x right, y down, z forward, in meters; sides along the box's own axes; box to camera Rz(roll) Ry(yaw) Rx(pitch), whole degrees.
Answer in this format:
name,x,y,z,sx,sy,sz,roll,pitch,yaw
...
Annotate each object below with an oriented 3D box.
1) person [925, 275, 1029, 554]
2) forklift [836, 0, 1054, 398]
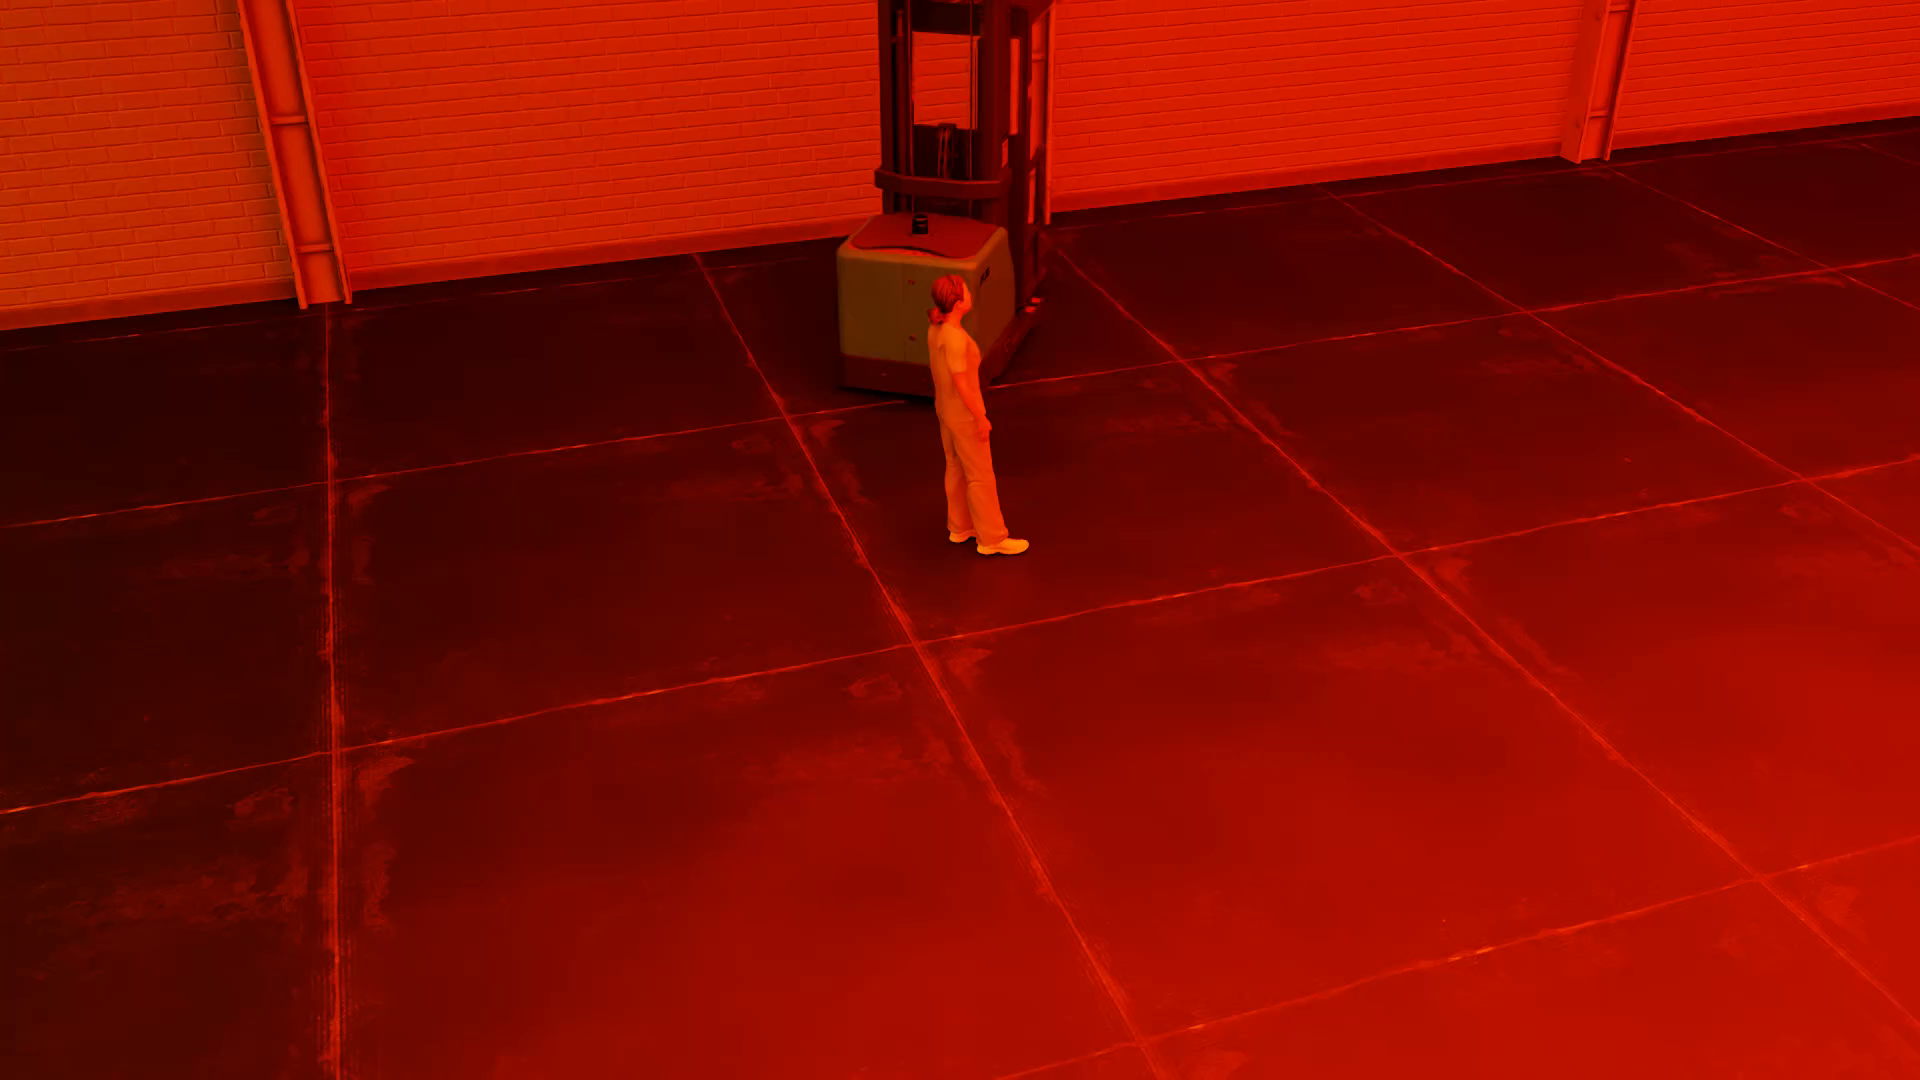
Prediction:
name,x,y,z,sx,sy,sz,roll,pitch,yaw
person,0.075,-0.733,9.616,0.548,1.663,0.549,-10,31,-16
forklift,0.040,-2.957,12.227,1.130,2.935,3.031,8,31,14
